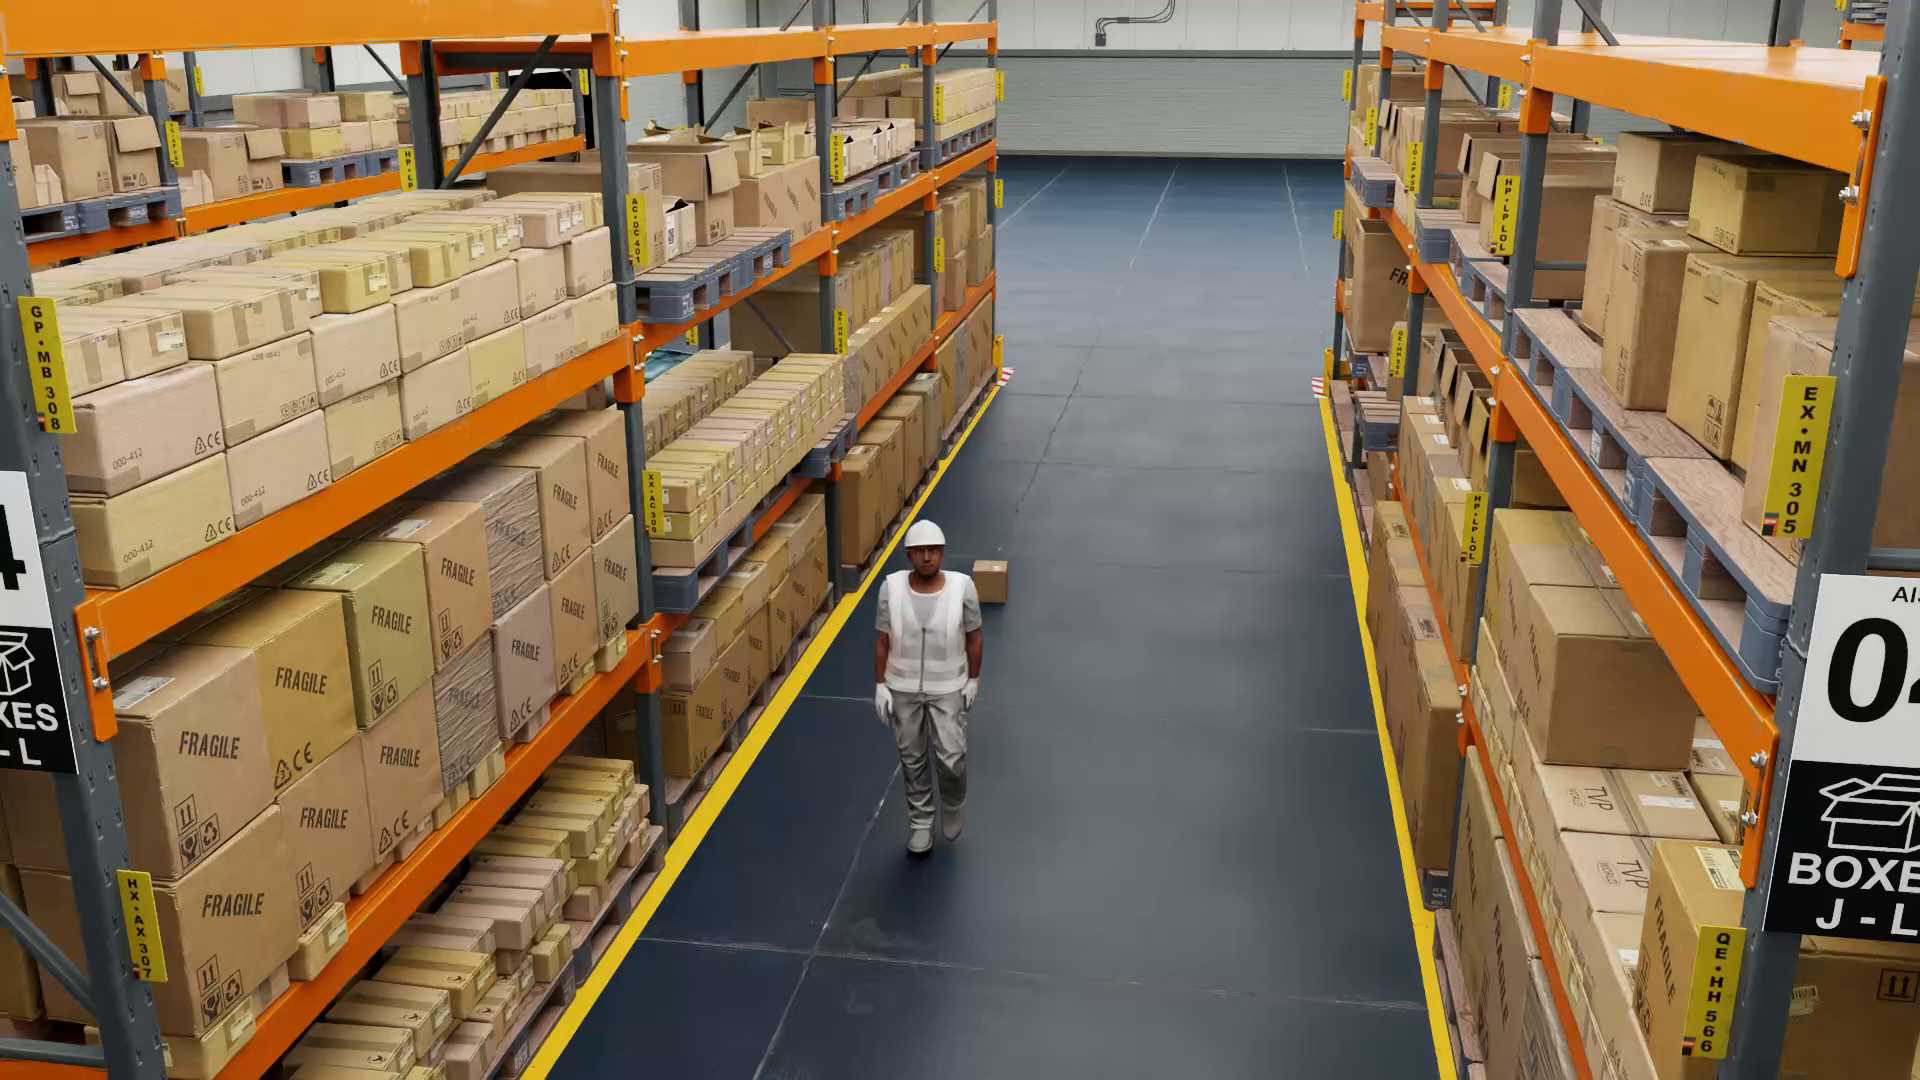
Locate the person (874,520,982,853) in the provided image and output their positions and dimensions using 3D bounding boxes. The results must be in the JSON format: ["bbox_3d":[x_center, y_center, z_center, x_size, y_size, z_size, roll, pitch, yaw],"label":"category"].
[{"bbox_3d":[-0.173,0.767,8.544,0.545,1.777,0.471,2,18,7],"label":"person"}]
